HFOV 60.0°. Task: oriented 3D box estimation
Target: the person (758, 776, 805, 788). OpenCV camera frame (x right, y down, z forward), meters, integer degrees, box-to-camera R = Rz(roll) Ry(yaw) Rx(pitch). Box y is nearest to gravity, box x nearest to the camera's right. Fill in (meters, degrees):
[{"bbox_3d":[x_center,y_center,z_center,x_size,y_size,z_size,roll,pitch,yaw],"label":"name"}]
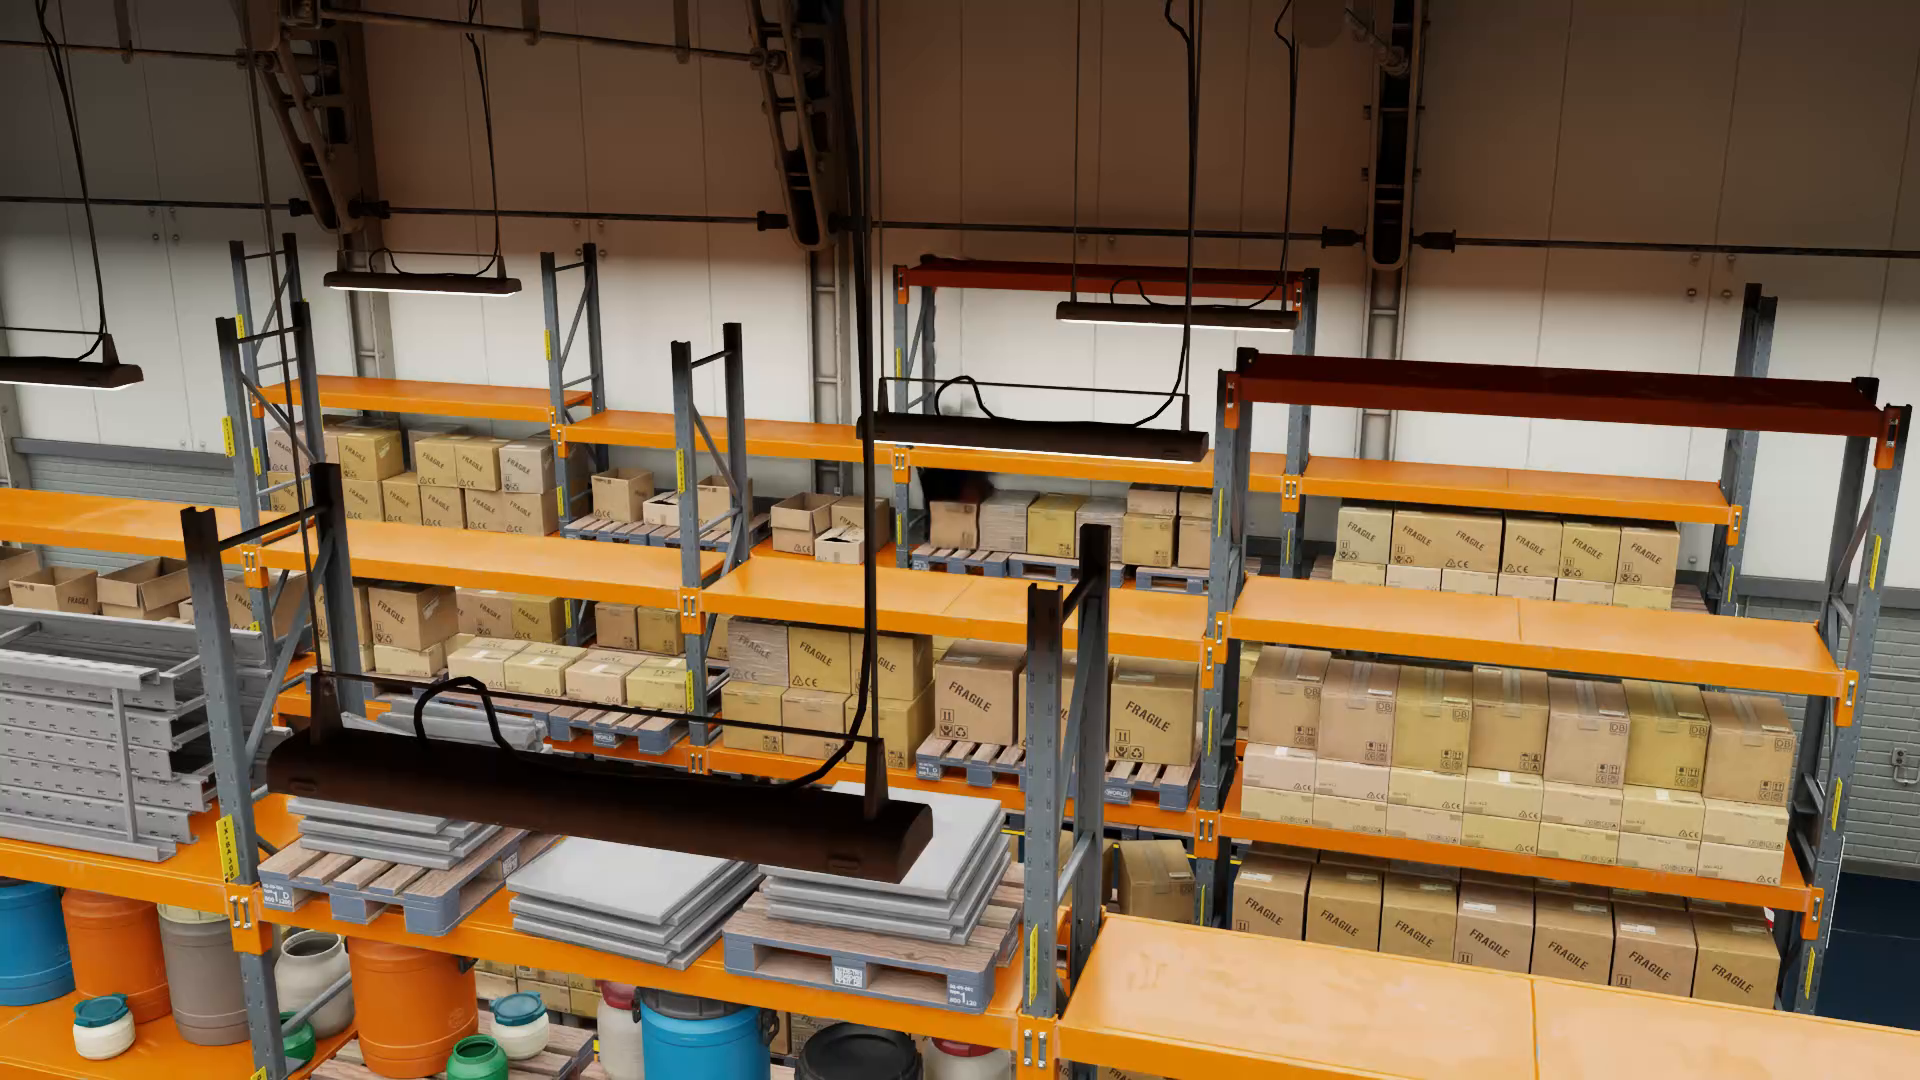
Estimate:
[{"bbox_3d":[-1.675,2.650,16.428,0.938,1.685,0.575,3,16,11],"label":"person"}]
